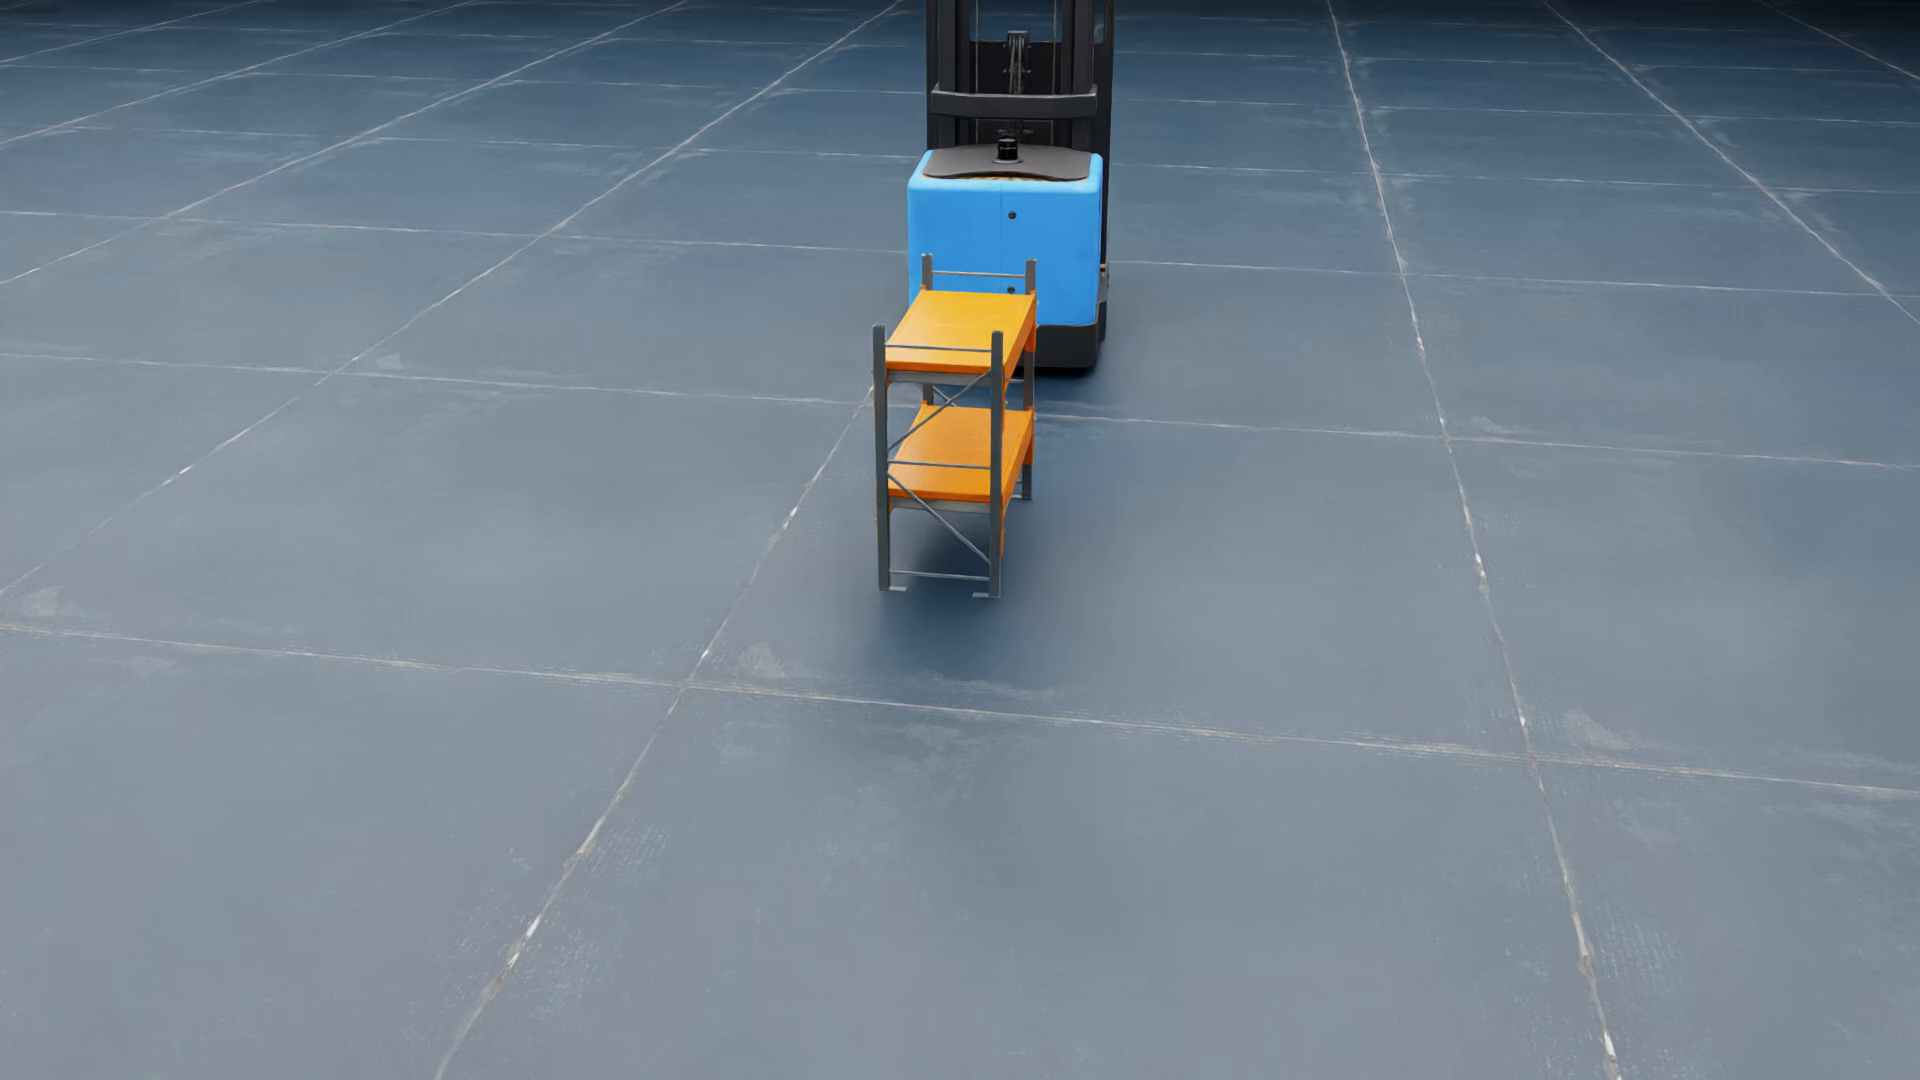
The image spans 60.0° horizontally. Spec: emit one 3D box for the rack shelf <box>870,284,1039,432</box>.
[{"bbox_3d":[-0.001,-0.772,6.881,0.538,0.278,1.000,4,25,9],"label":"rack shelf"}]

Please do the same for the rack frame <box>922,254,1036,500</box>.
[{"bbox_3d":[0.082,-0.719,7.460,0.500,1.125,0.032,4,25,9],"label":"rack frame"}]

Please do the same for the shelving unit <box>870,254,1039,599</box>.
[{"bbox_3d":[-0.001,-0.507,7.005,0.538,1.125,1.048,4,25,9],"label":"shelving unit"}]

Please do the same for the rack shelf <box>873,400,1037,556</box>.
[{"bbox_3d":[-0.001,-0.285,7.109,0.538,0.278,1.000,4,25,9],"label":"rack shelf"}]

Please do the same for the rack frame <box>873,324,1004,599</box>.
[{"bbox_3d":[-0.084,-0.294,6.551,0.500,1.125,0.032,4,25,9],"label":"rack frame"}]

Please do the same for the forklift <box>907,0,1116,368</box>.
[{"bbox_3d":[0.373,-2.858,9.899,1.130,2.935,3.031,3,25,5],"label":"forklift"}]
